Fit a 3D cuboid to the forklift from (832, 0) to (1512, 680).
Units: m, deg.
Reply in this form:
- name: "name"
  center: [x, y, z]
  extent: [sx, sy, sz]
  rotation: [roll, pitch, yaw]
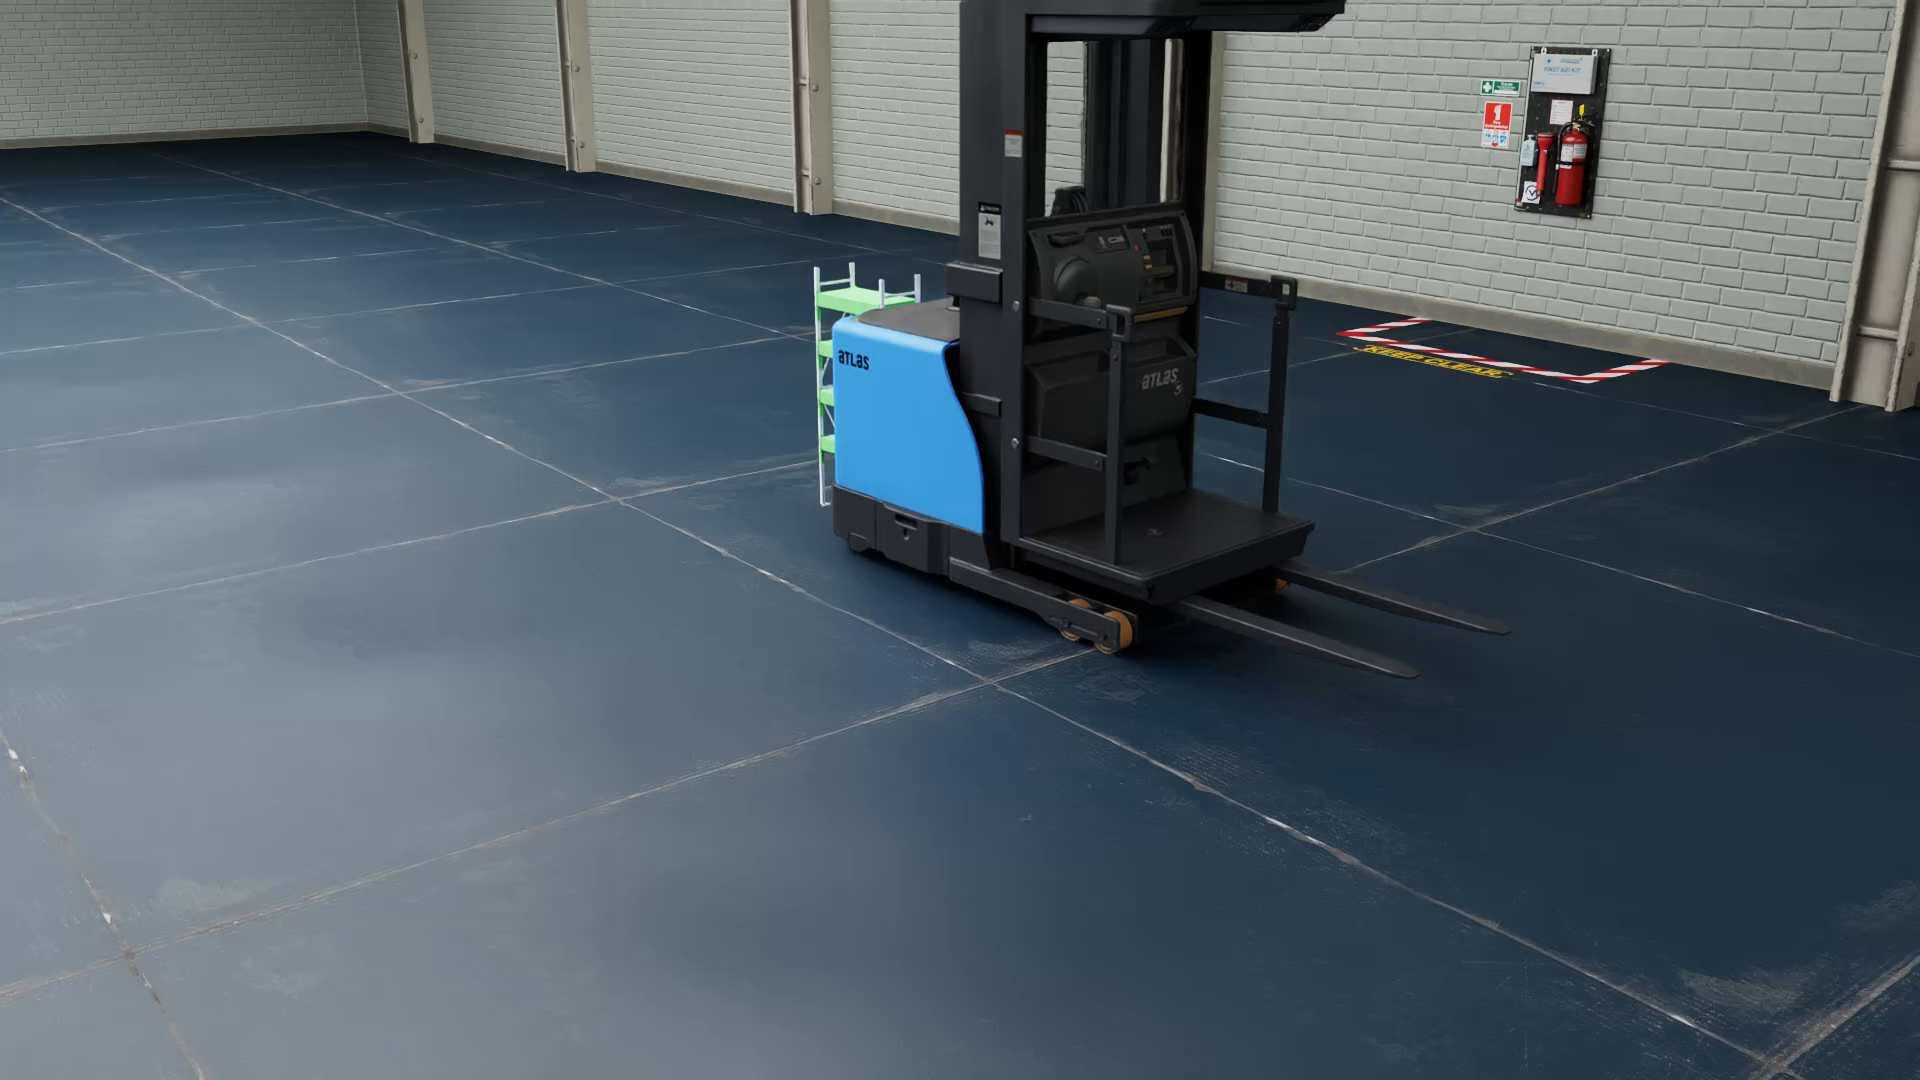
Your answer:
- name: "forklift"
  center: [0.775, -1.125, 6.599]
  extent: [1.130, 2.935, 3.031]
  rotation: [-16, 24, -40]

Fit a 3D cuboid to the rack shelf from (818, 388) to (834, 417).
- name: "rack shelf"
  center: [-0.445, -0.650, 8.121]
  extent: [0.258, 0.148, 0.480]
  rotation: [-16, 24, -40]

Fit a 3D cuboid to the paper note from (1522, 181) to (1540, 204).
- name: "paper note"
  center: [4.189, -2.546, 12.182]
  extent: [0.016, 0.148, 0.142]
  rotation: [-14, 23, -36]

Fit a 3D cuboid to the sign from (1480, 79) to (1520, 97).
- name: "sign"
  center: [3.978, -3.329, 12.246]
  extent: [0.001, 0.109, 0.331]
  rotation: [-14, 23, -36]

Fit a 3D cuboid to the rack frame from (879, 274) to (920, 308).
- name: "rack frame"
  center: [-0.281, -0.655, 7.930]
  extent: [0.240, 1.200, 0.015]
  rotation: [-16, 24, -40]

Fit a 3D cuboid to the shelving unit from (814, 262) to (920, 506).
- name: "shelving unit"
  center: [-0.445, -0.711, 8.101]
  extent: [0.258, 1.200, 0.503]
  rotation: [-16, 24, -40]

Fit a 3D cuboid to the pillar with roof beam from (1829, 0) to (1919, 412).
- name: "pillar with roof beam"
  center: [2.374, -4.299, 6.529]
  extent: [9.100, 9.000, 0.400]
  rotation: [-14, 23, -36]

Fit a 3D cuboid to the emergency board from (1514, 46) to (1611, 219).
- name: "emergency board"
  center: [4.245, -2.907, 11.871]
  extent: [0.194, 1.169, 0.643]
  rotation: [-14, 23, -36]

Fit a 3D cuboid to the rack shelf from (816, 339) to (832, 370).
- name: "rack shelf"
  center: [-0.445, -0.878, 8.046]
  extent: [0.258, 0.148, 0.480]
  rotation: [-16, 24, -40]

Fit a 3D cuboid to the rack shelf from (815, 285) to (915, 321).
- name: "rack shelf"
  center: [-0.445, -1.106, 7.970]
  extent: [0.258, 0.148, 0.480]
  rotation: [-16, 24, -40]

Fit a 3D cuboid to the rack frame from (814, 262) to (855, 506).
- name: "rack frame"
  center: [-0.610, -0.768, 8.272]
  extent: [0.240, 1.200, 0.015]
  rotation: [-16, 24, -40]

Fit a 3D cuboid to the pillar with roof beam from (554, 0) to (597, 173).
- name: "pillar with roof beam"
  center: [-8.802, -8.734, 19.924]
  extent: [9.100, 9.000, 0.400]
  rotation: [-14, 23, -36]

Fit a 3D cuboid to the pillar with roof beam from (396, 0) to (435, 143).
- name: "pillar with roof beam"
  center: [-12.527, -10.213, 24.389]
  extent: [9.100, 9.000, 0.400]
  rotation: [-14, 23, -36]

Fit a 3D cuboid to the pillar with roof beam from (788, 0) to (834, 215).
- name: "pillar with roof beam"
  center: [-5.076, -7.256, 15.459]
  extent: [9.100, 9.000, 0.400]
  rotation: [-14, 23, -36]

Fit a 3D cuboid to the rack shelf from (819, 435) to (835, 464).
- name: "rack shelf"
  center: [-0.445, -0.423, 8.197]
  extent: [0.258, 0.148, 0.480]
  rotation: [-16, 24, -40]

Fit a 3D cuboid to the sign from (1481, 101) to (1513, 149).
- name: "sign"
  center: [3.982, -3.081, 12.338]
  extent: [0.001, 0.329, 0.234]
  rotation: [-14, 23, -36]

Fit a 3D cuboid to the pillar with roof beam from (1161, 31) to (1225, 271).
- name: "pillar with roof beam"
  center: [-1.351, -5.777, 10.994]
  extent: [9.100, 9.000, 0.400]
  rotation: [-14, 23, -36]
